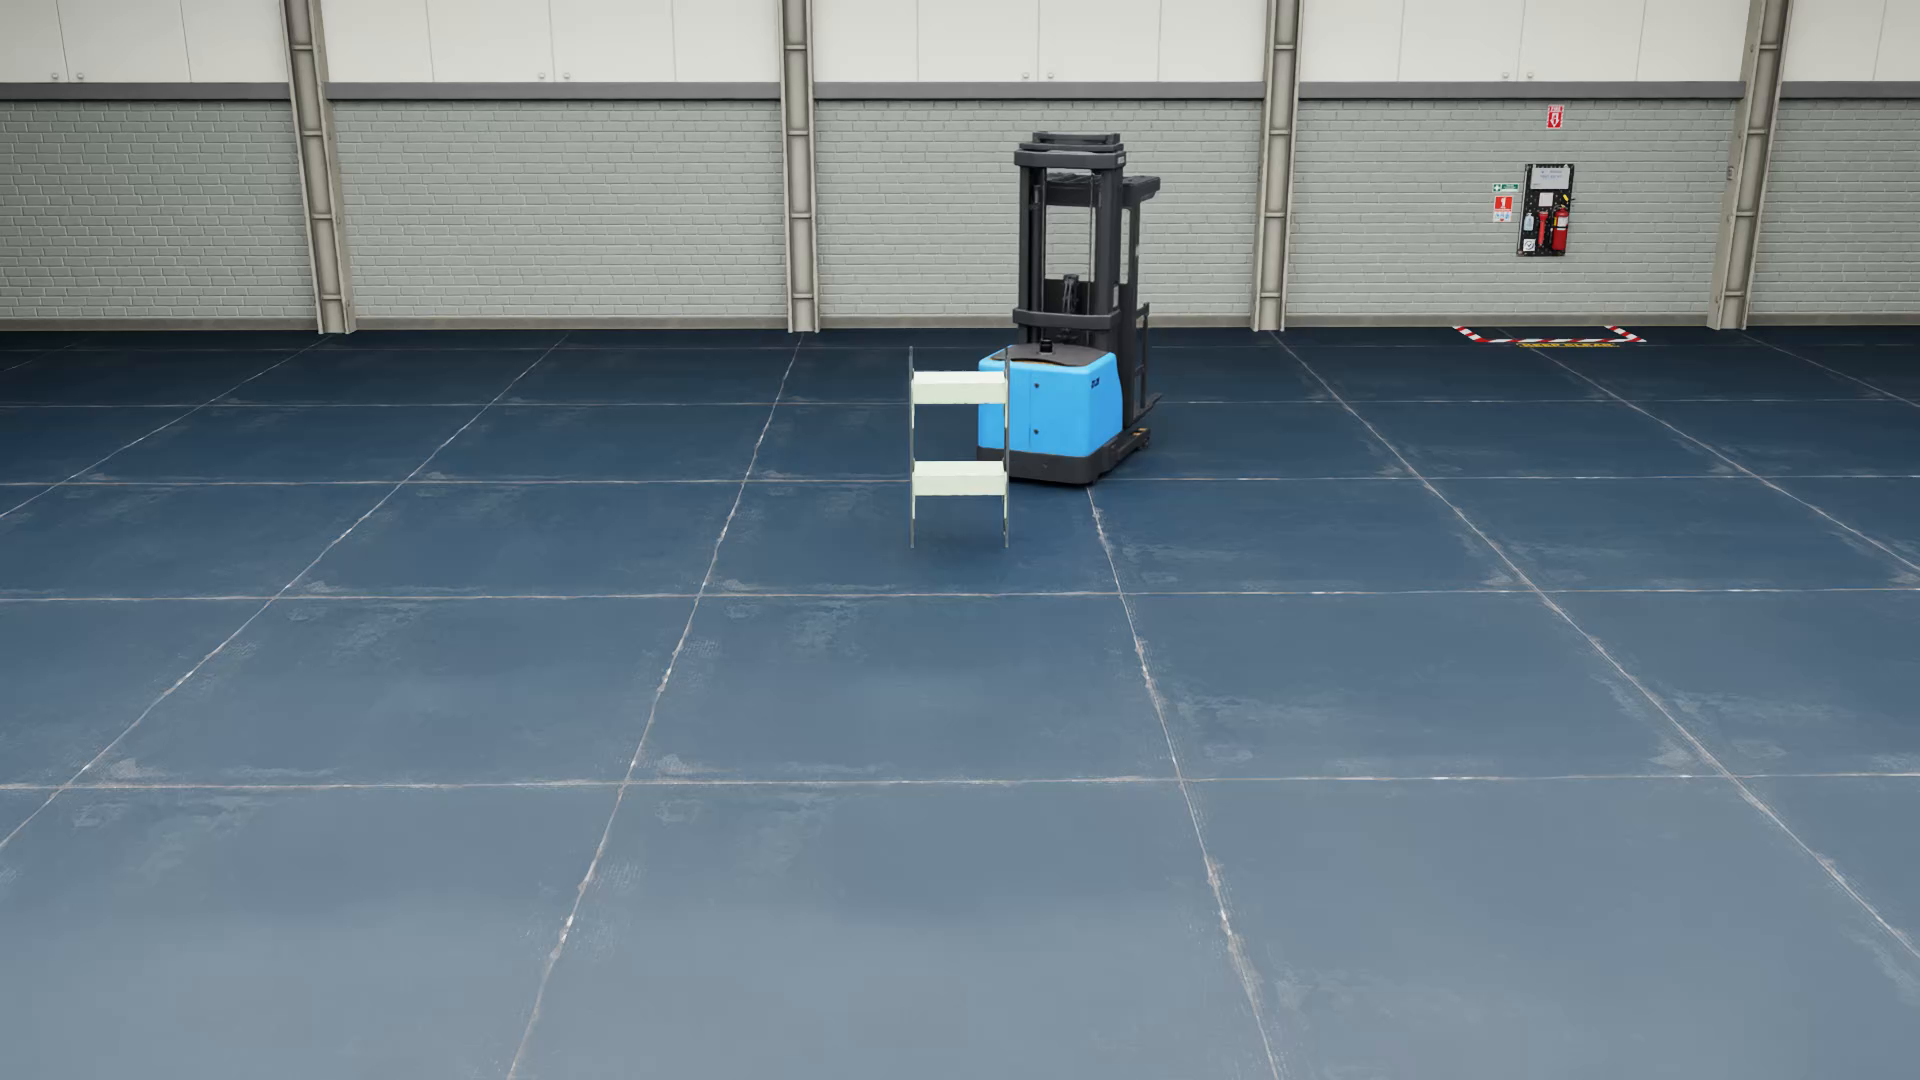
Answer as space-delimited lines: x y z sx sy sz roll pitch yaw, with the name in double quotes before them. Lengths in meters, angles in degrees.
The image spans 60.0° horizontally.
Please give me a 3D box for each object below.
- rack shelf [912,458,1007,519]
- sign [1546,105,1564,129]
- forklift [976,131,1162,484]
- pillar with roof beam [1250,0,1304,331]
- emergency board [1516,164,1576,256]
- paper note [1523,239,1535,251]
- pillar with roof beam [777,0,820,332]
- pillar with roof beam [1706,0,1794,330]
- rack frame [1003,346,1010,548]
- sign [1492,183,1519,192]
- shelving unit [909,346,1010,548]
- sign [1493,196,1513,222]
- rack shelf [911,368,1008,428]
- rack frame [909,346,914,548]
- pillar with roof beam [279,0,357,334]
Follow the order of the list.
"rack shelf" -0.007 -0.404 12.918 0.720 0.370 0.431 0 18 -1
"sign" 7.505 -5.334 20.970 0.199 0.298 0.001 0 18 -1
"forklift" 1.176 -2.287 15.380 1.130 2.935 3.031 7 19 21
"pillar with roof beam" 4.055 -5.713 16.125 0.400 9.000 9.100 0 18 -1
"emergency board" 7.514 -4.200 21.229 0.643 1.169 0.194 0 18 -1
"paper note" 7.336 -3.801 21.427 0.142 0.148 0.016 0 18 -1
"pillar with roof beam" -1.945 -5.684 16.035 0.400 9.000 9.100 0 18 -1
"pillar with roof beam" 10.054 -5.742 16.215 0.400 9.000 9.100 0 18 -1
"rack frame" 0.359 -0.716 12.824 0.023 1.500 0.400 0 18 -1
"sign" 6.965 -4.495 21.225 0.331 0.109 0.001 0 18 -1
"shelving unit" -0.007 -0.714 12.818 0.755 1.500 0.431 0 18 -1
"sign" 6.960 -4.246 21.314 0.234 0.329 0.001 0 18 -1
"rack shelf" -0.007 -1.086 12.699 0.720 0.370 0.431 0 18 -1
"rack frame" -0.373 -0.712 12.813 0.023 1.500 0.400 0 18 -1
"pillar with roof beam" -7.944 -5.655 15.945 0.400 9.000 9.100 0 18 -1
